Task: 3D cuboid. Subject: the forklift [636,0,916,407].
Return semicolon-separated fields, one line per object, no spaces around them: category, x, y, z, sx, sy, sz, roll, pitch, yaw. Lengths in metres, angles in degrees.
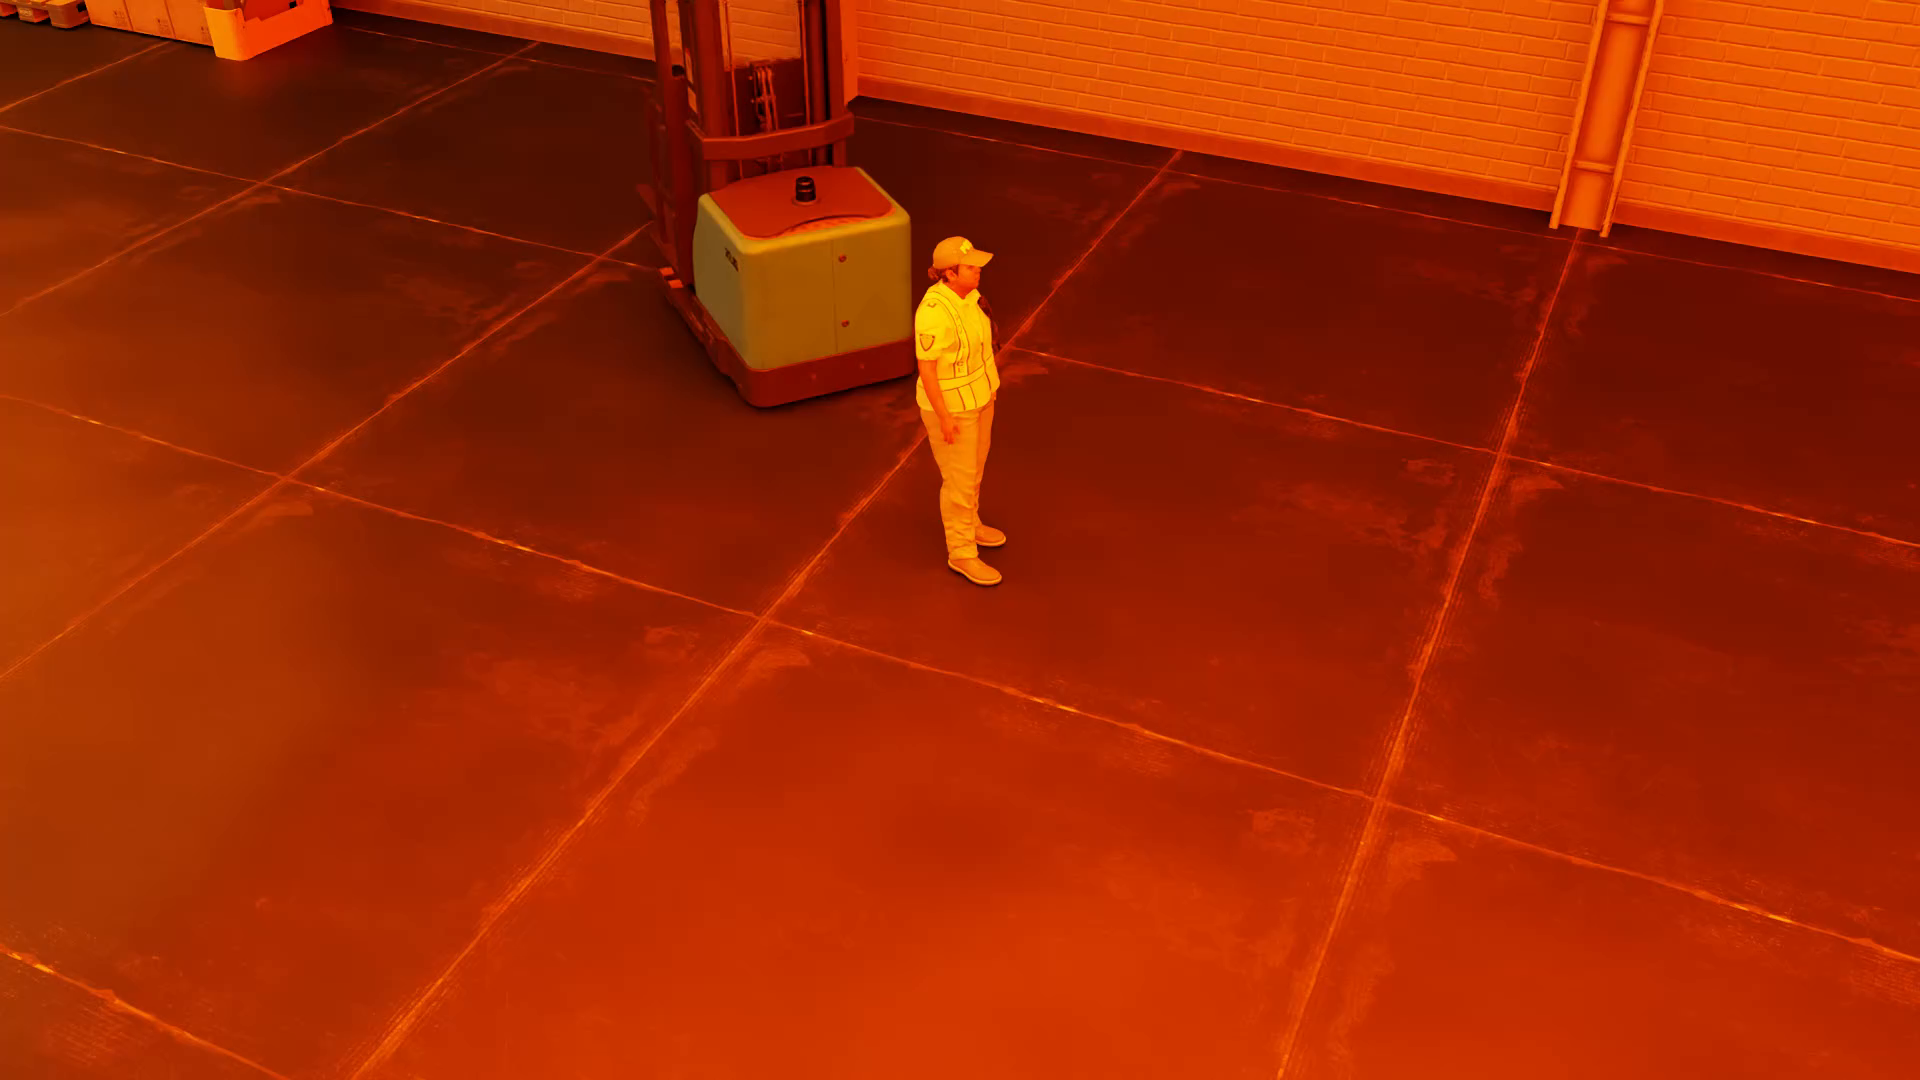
forklift;-1.343;-2.802;10.014;1.130;2.935;3.031;-15;38;-20

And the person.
person;0.060;-0.655;8.079;0.529;1.670;0.598;15;38;20
